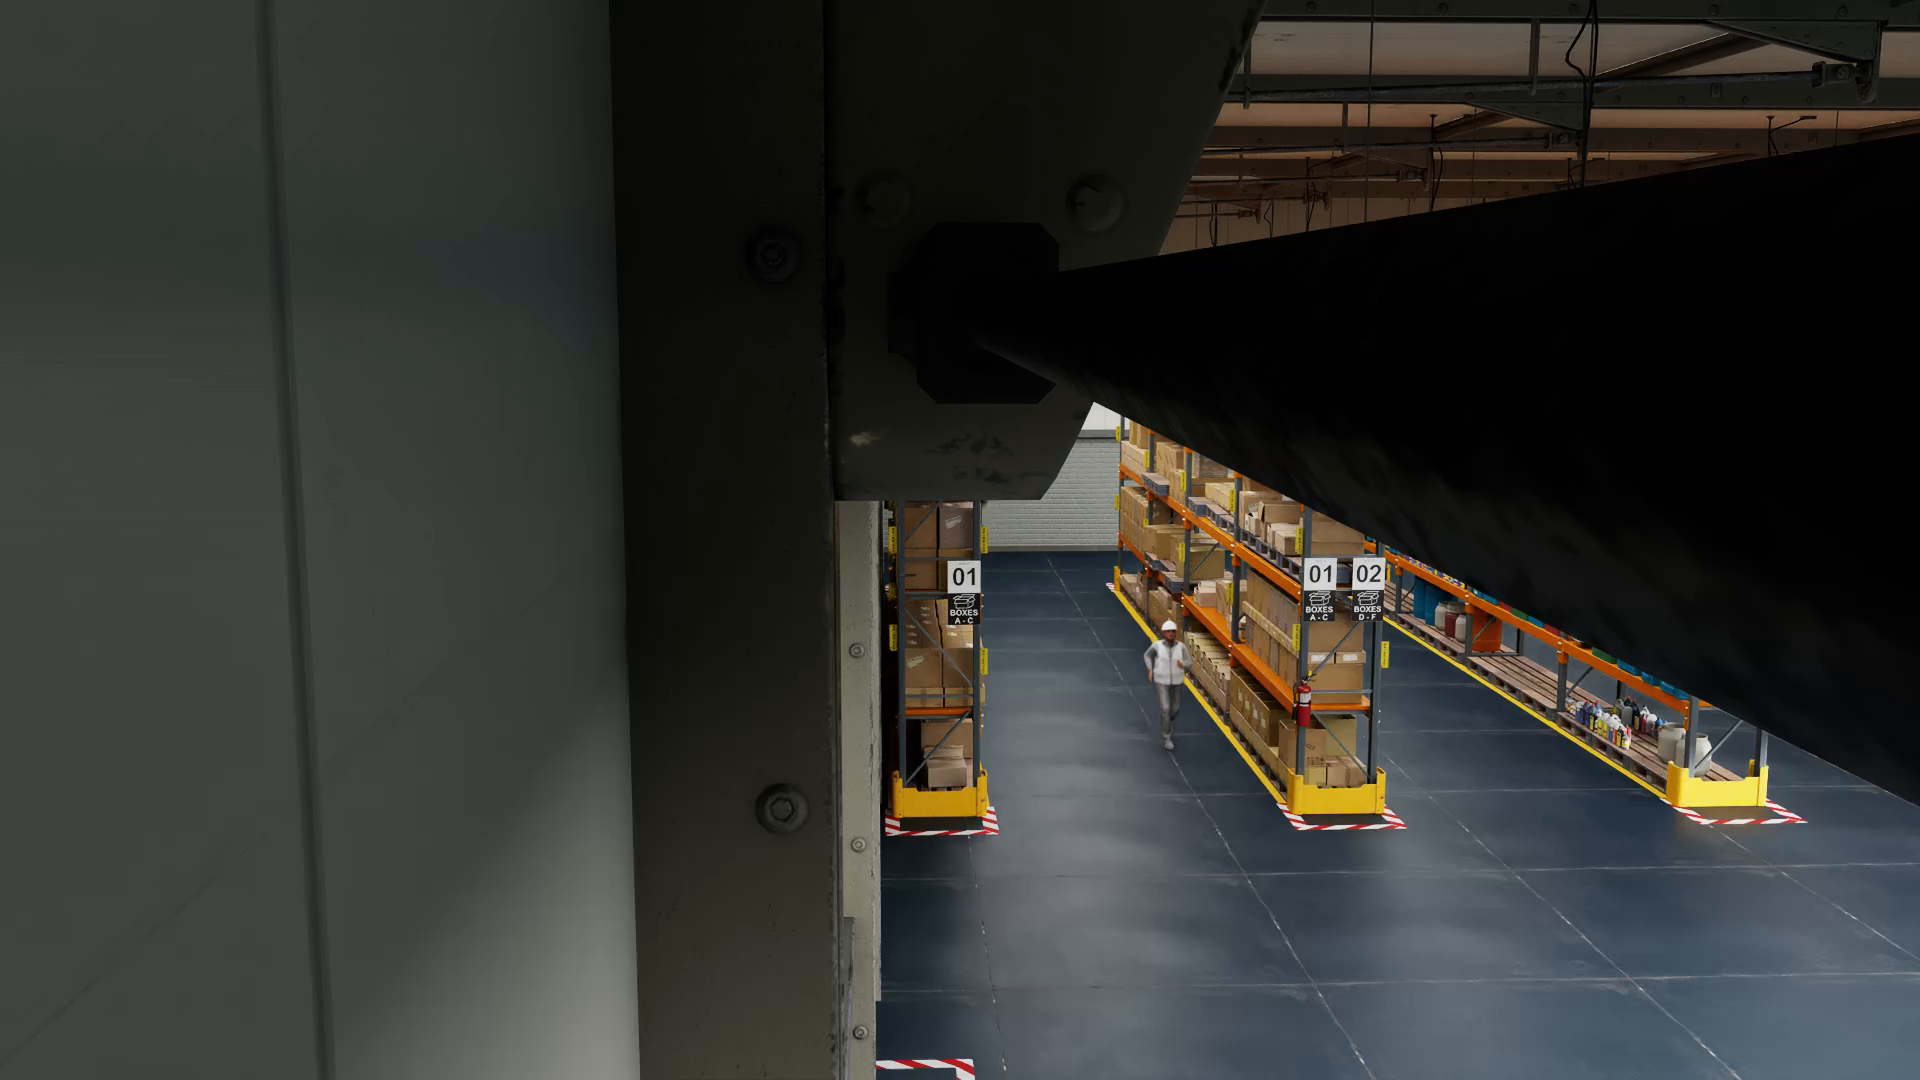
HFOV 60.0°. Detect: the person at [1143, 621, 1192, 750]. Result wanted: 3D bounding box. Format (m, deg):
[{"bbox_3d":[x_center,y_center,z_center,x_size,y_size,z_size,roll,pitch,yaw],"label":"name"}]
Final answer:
[{"bbox_3d":[2.982,2.024,23.751,0.656,1.759,0.970,-1,8,-6],"label":"person"}]
